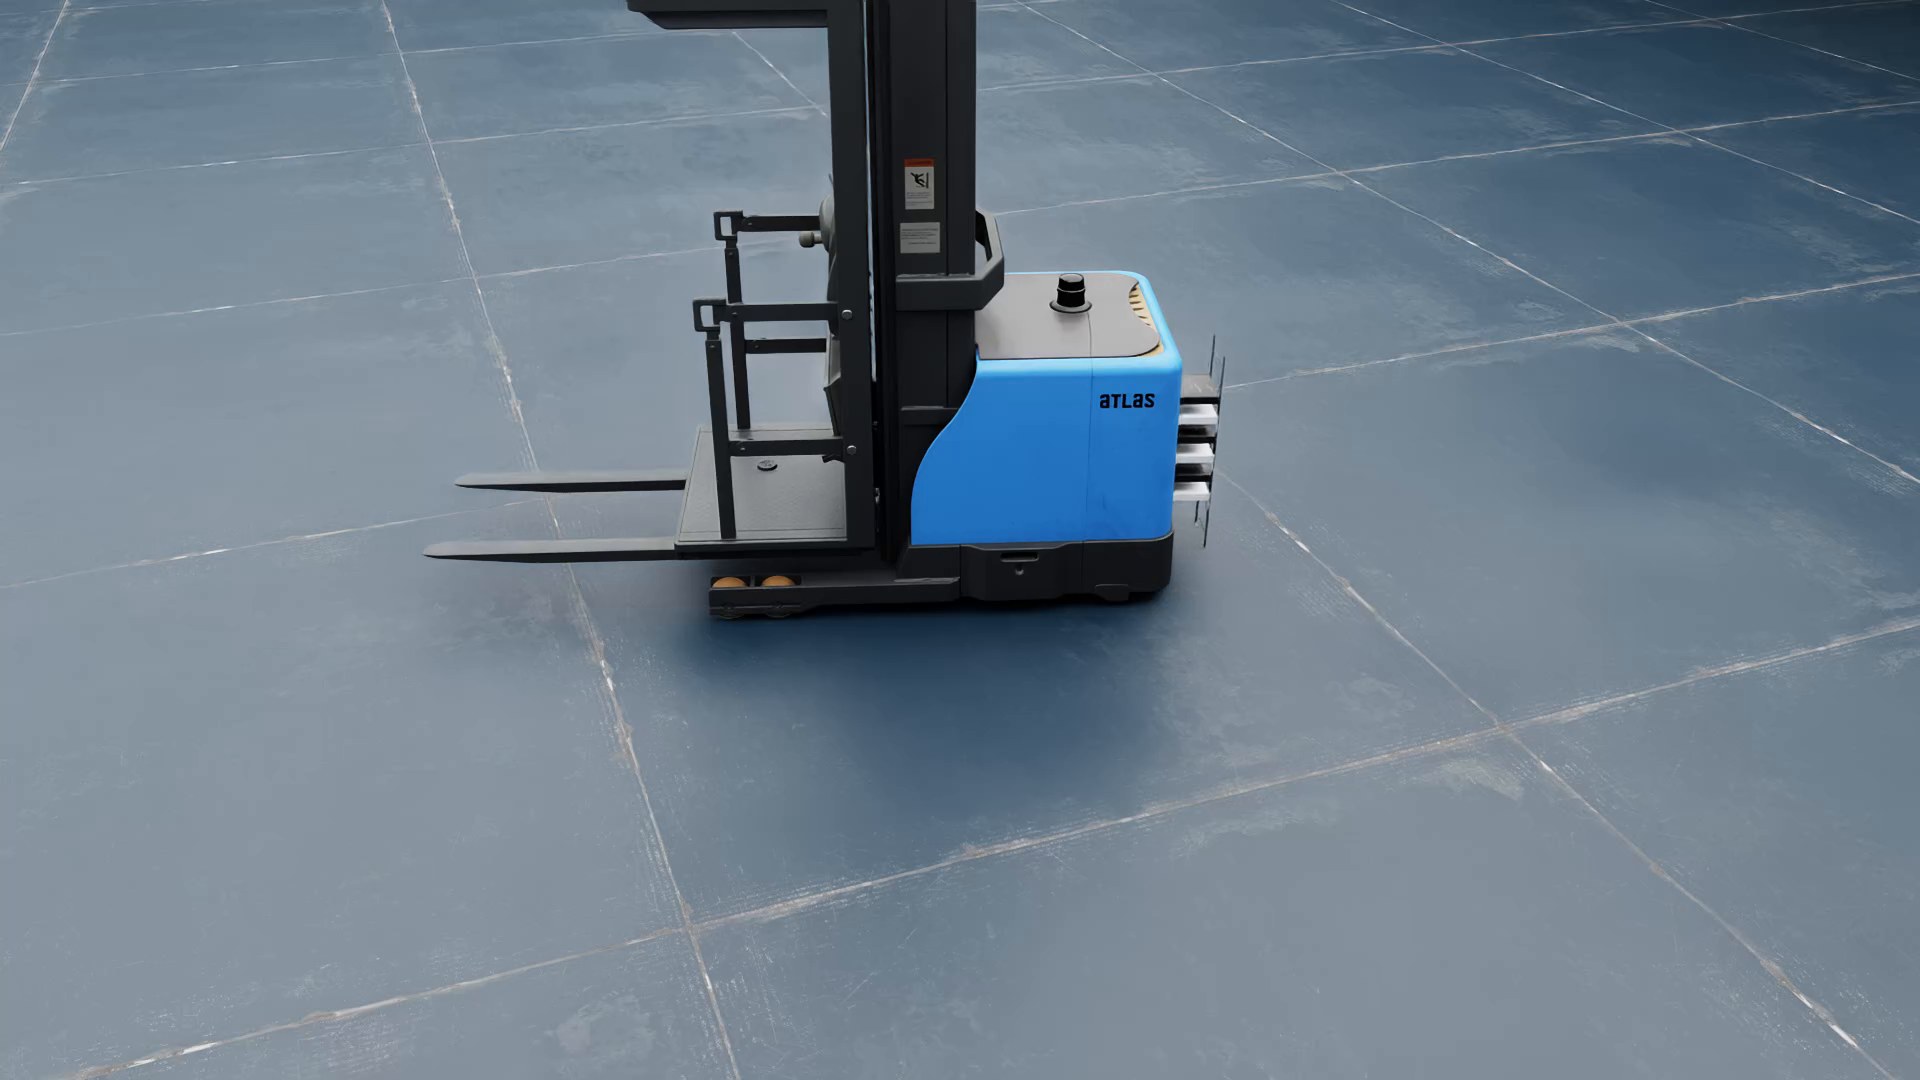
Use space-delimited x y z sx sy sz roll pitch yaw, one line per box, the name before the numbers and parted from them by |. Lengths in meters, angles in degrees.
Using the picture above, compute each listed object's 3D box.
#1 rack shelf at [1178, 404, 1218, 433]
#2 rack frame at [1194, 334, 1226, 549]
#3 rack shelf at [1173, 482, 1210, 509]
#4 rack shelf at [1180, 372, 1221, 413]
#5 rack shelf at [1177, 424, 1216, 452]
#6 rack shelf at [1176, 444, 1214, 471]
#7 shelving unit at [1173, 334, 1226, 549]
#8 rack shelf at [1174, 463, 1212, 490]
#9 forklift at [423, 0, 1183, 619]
rack shelf | 0.961 -0.539 6.986 0.200 0.077 0.258 -1 30 -3
rack frame | 1.059 -0.412 7.064 0.006 0.900 0.240 -1 30 -3
rack shelf | 0.954 -0.226 7.164 0.200 0.077 0.258 -1 30 -3
rack shelf | 0.962 -0.617 6.942 0.200 0.077 0.258 -1 30 -3
rack shelf | 0.959 -0.460 7.031 0.200 0.077 0.258 -1 30 -3
rack shelf | 0.957 -0.382 7.075 0.200 0.077 0.258 -1 30 -3
shelving unit | 0.958 -0.411 7.059 0.210 0.900 0.258 -1 30 -3
rack shelf | 0.956 -0.304 7.120 0.200 0.077 0.258 -1 30 -3
forklift | -0.671 -1.224 6.438 3.031 2.935 1.130 -1 30 -3
